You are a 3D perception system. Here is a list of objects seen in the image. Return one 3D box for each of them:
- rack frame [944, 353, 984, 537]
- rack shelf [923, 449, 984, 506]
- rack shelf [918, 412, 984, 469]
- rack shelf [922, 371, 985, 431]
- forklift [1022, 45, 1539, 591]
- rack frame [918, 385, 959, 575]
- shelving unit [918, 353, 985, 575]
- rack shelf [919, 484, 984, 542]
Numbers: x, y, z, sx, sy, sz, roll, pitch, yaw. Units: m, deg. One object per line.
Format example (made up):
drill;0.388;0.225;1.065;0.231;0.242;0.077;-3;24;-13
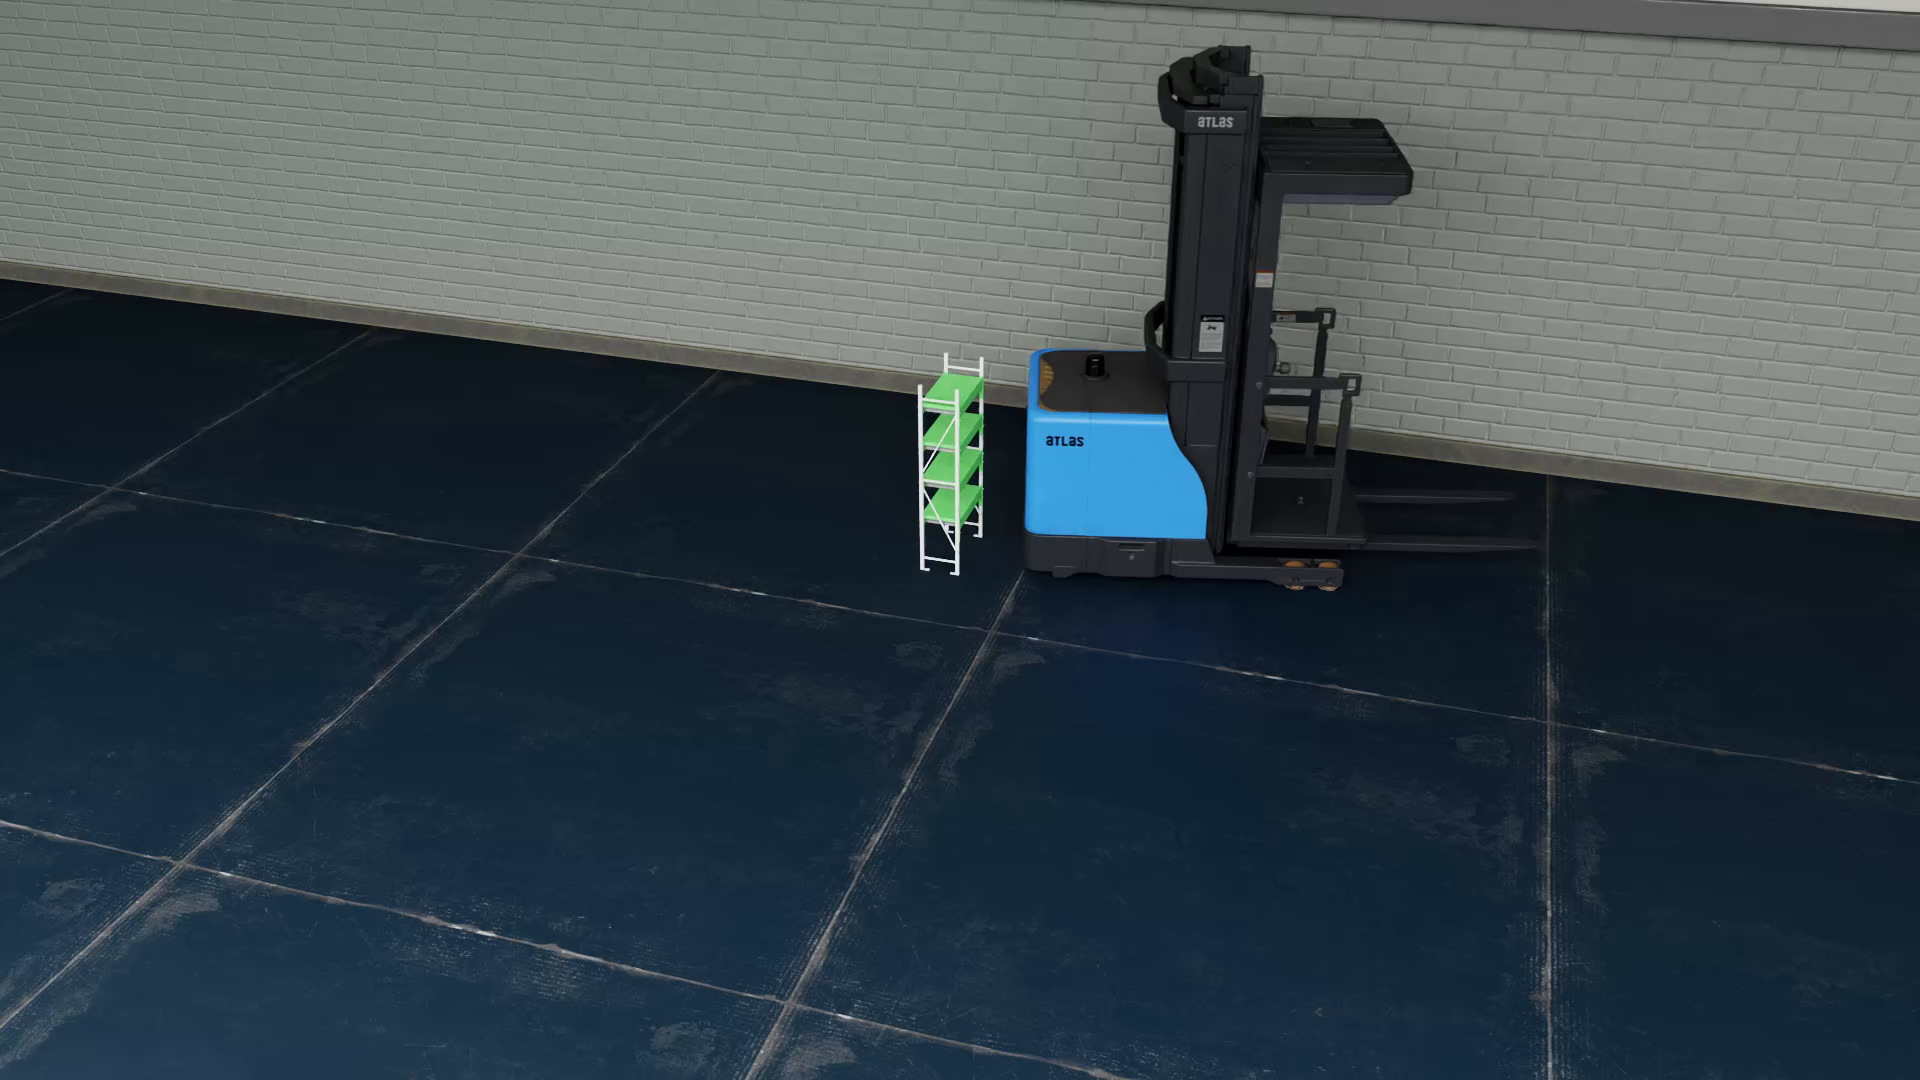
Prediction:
rack frame;0.023;-0.561;10.059;0.240;1.200;0.015;8;30;15
rack shelf;-0.049;-0.392;9.886;0.258;0.148;0.480;8;30;15
rack shelf;-0.049;-0.601;9.770;0.258;0.148;0.480;8;30;15
rack shelf;-0.049;-0.811;9.653;0.258;0.148;0.480;8;30;15
forklift;1.905;-1.250;9.517;3.031;2.935;1.130;2;29;3
rack frame;-0.120;-0.334;9.651;0.240;1.200;0.015;8;30;15
shelving unit;-0.049;-0.447;9.855;0.258;1.200;0.503;8;30;15
rack shelf;-0.049;-0.182;10.003;0.258;0.148;0.480;8;30;15
